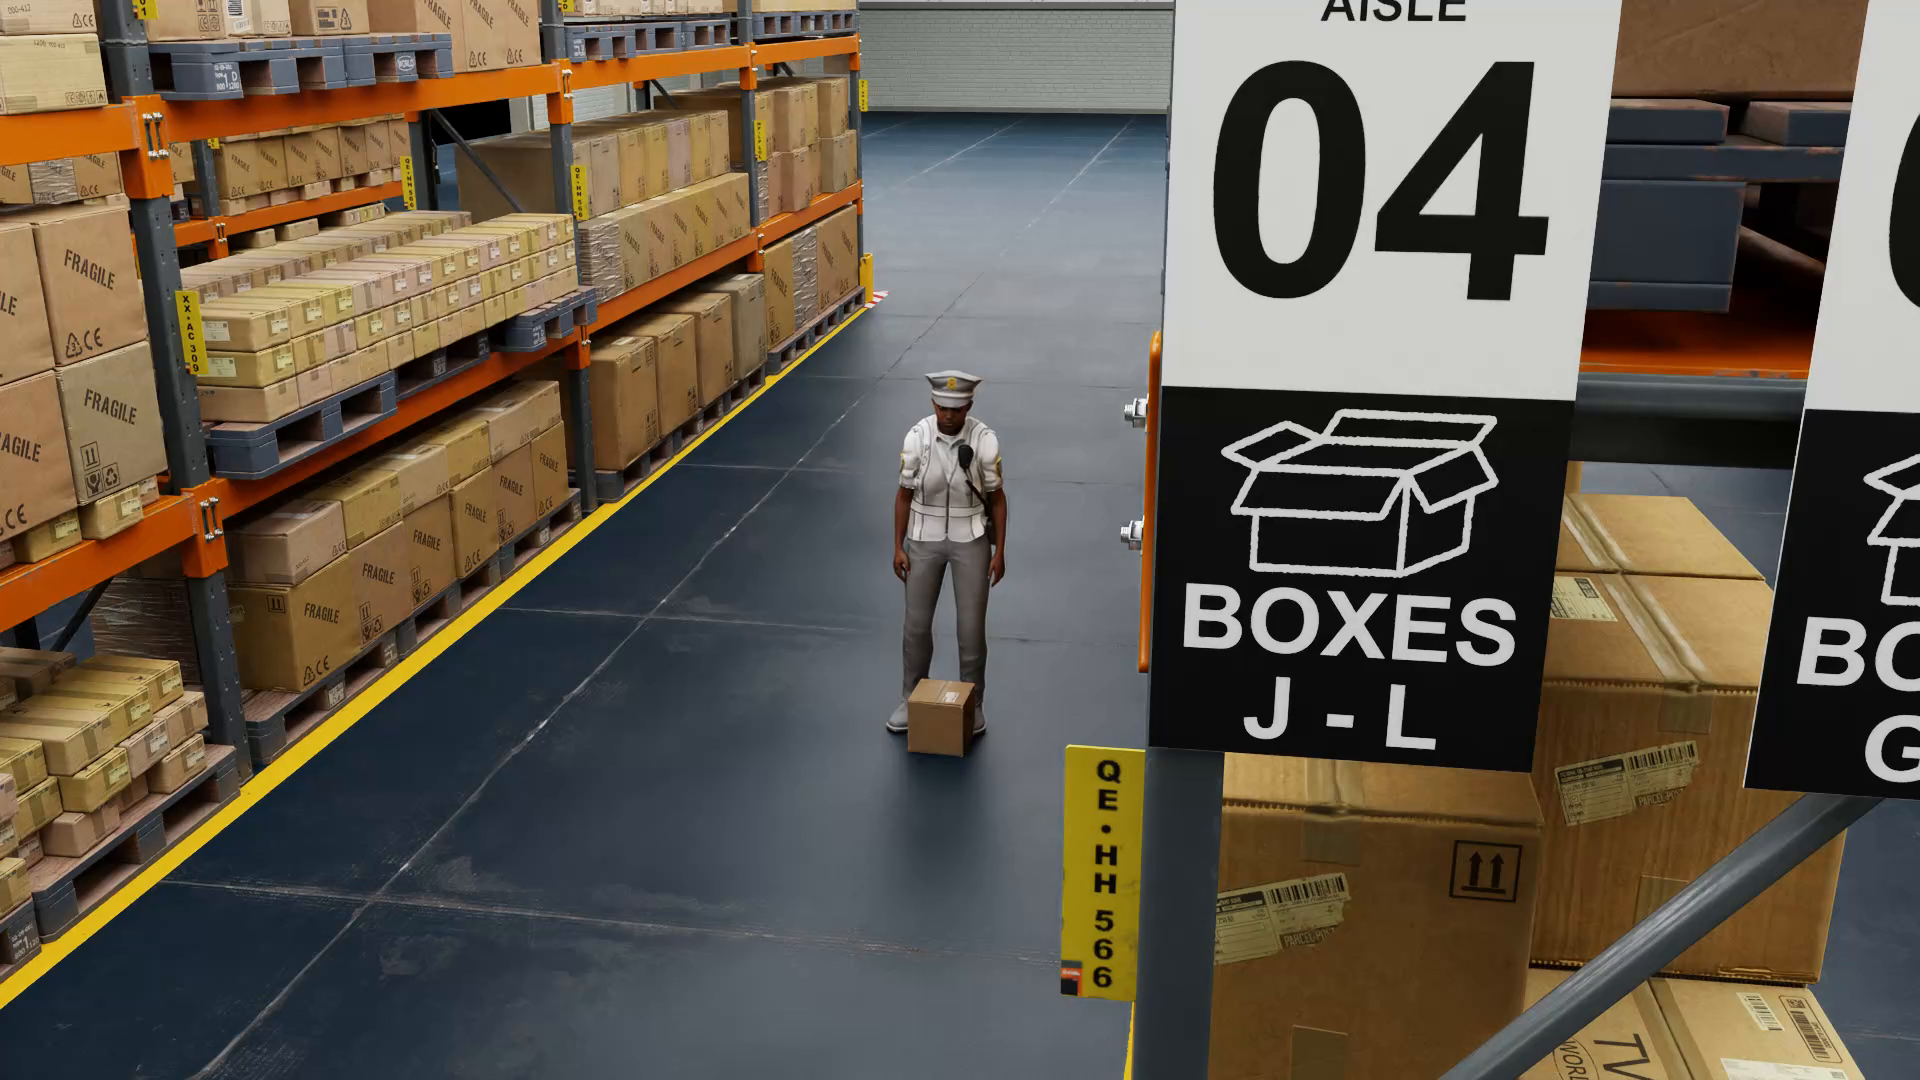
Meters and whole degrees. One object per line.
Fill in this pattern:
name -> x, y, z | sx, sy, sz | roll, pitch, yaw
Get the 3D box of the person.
person -> -0.059, 0.045, 7.409 | 0.532, 1.664, 0.391 | 2, 18, 6
